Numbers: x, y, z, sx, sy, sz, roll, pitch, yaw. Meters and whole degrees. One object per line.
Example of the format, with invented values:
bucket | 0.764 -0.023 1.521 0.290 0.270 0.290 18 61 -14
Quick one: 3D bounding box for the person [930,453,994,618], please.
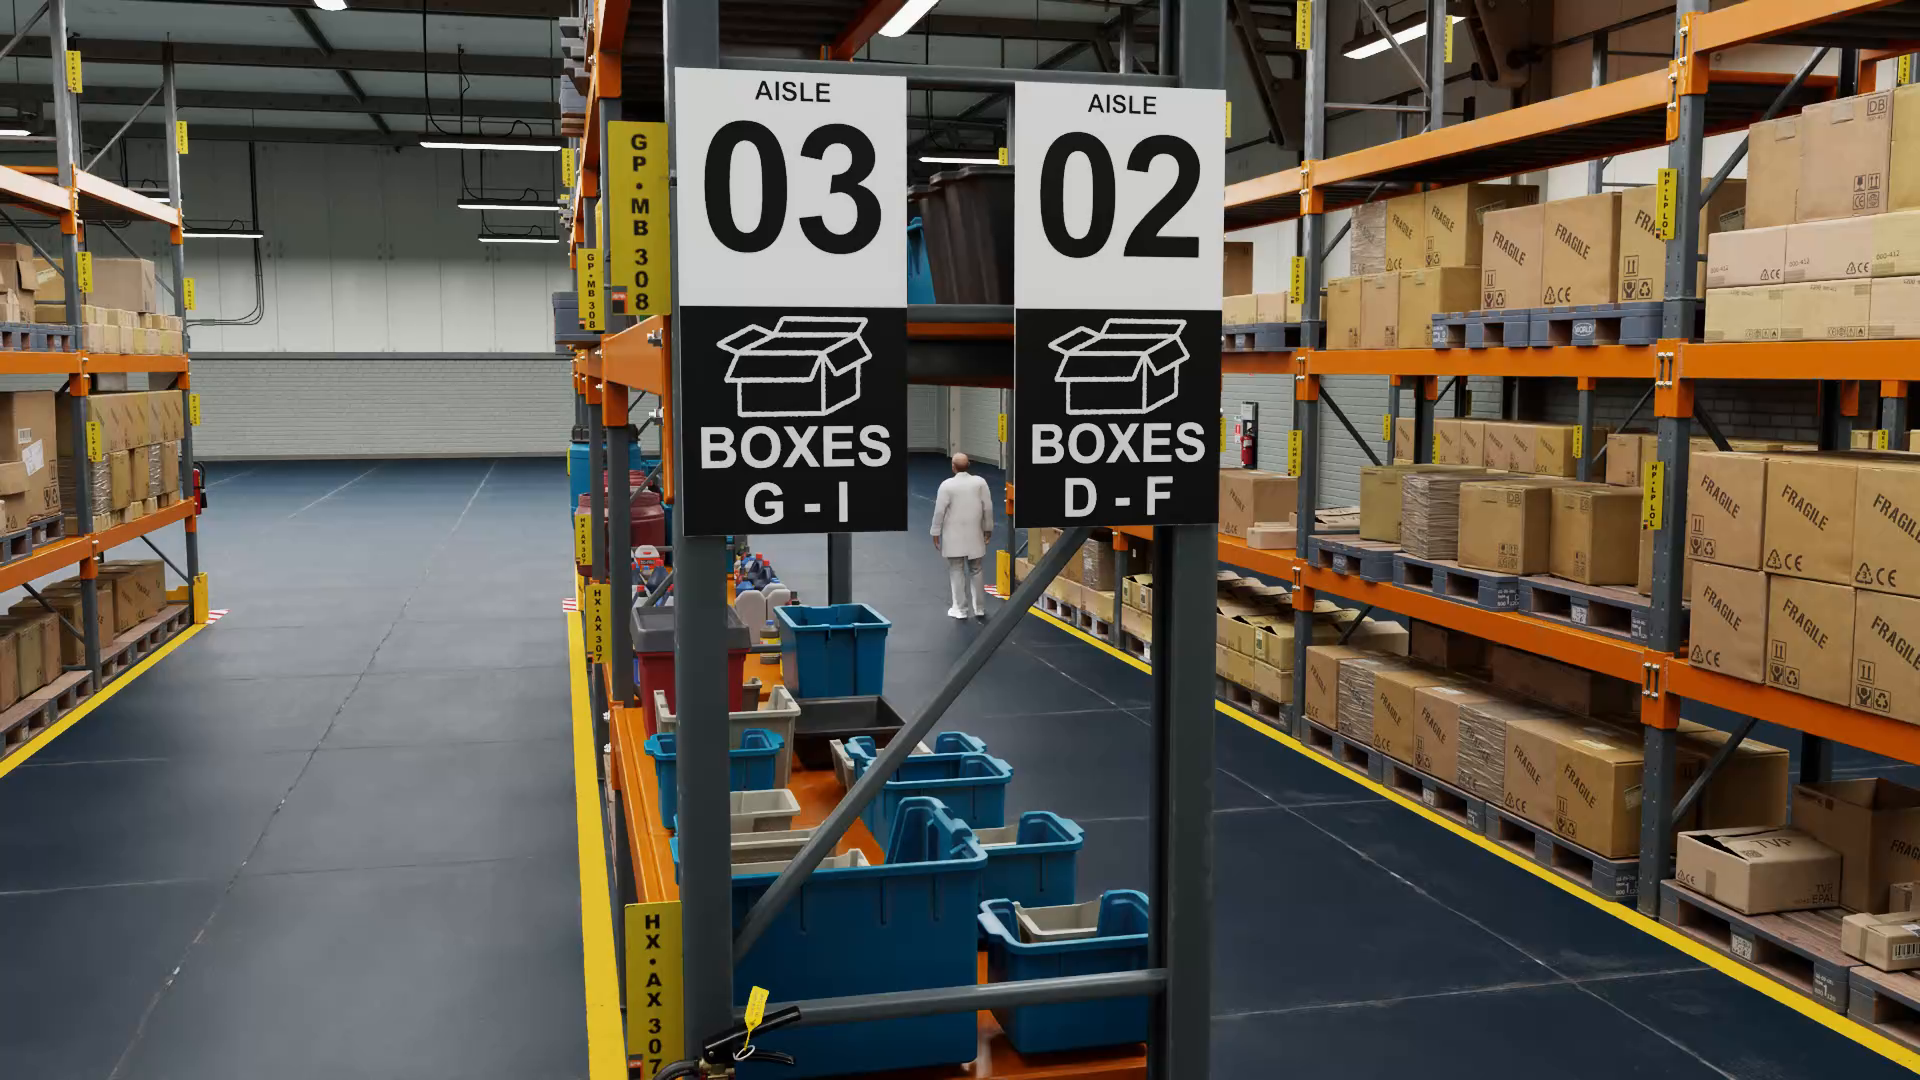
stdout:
person | 0.005 -0.059 17.859 0.694 1.775 0.581 -1 6 -14
